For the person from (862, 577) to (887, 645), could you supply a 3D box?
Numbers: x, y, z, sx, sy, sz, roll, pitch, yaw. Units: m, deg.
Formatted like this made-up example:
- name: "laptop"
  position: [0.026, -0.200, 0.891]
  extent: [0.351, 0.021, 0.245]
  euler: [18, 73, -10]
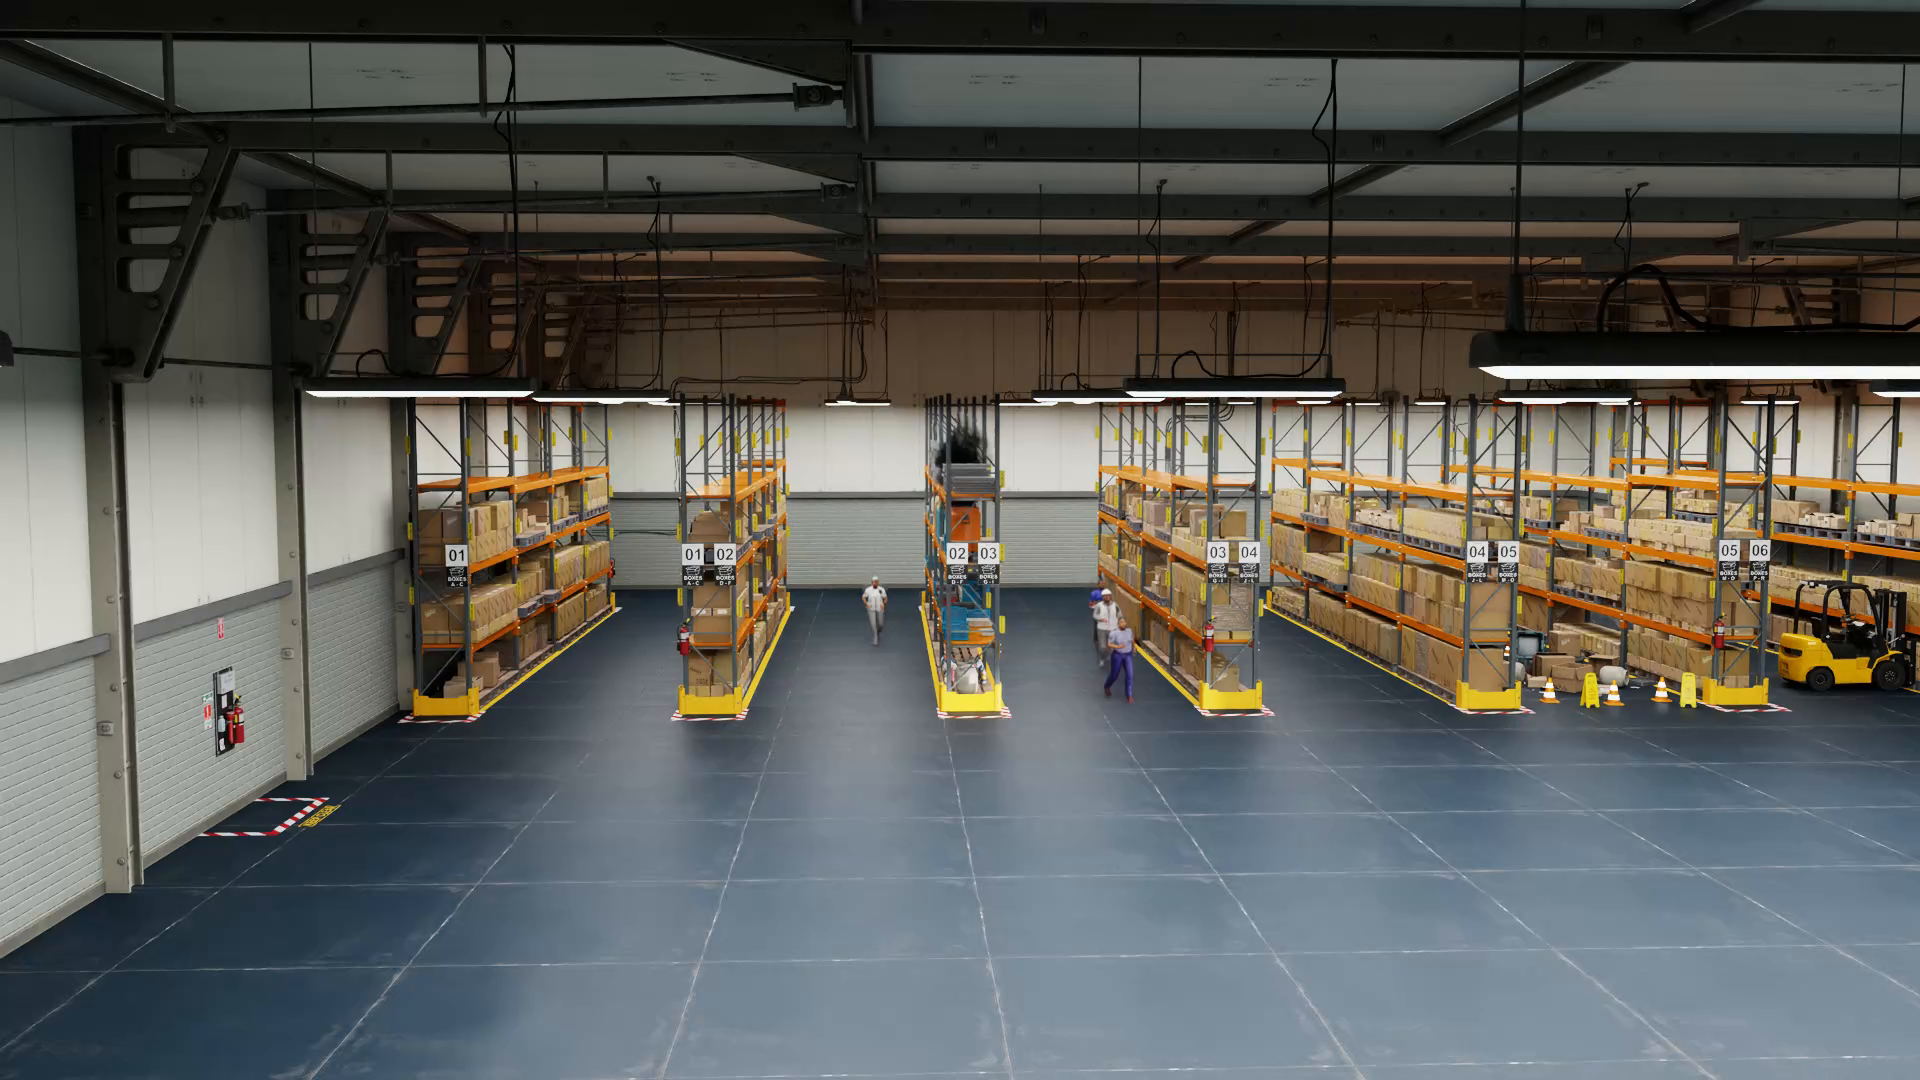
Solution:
- name: "person"
  position: [-2.081, 1.708, 40.548]
  extent: [0.614, 1.638, 0.598]
  euler: [-1, 5, -8]

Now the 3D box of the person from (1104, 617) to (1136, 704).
- name: "person"
  position: [3.158, 2.337, 32.604]
  extent: [0.614, 1.666, 0.930]
  euler: [-1, 5, -14]

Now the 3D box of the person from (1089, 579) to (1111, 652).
- name: "person"
  position: [3.340, 1.760, 39.375]
  extent: [0.578, 1.660, 0.870]
  euler: [-1, 5, -8]

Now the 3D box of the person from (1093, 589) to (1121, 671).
- name: "person"
  position: [3.234, 1.981, 36.459]
  extent: [0.671, 1.834, 0.733]
  euler: [0, 5, -4]
